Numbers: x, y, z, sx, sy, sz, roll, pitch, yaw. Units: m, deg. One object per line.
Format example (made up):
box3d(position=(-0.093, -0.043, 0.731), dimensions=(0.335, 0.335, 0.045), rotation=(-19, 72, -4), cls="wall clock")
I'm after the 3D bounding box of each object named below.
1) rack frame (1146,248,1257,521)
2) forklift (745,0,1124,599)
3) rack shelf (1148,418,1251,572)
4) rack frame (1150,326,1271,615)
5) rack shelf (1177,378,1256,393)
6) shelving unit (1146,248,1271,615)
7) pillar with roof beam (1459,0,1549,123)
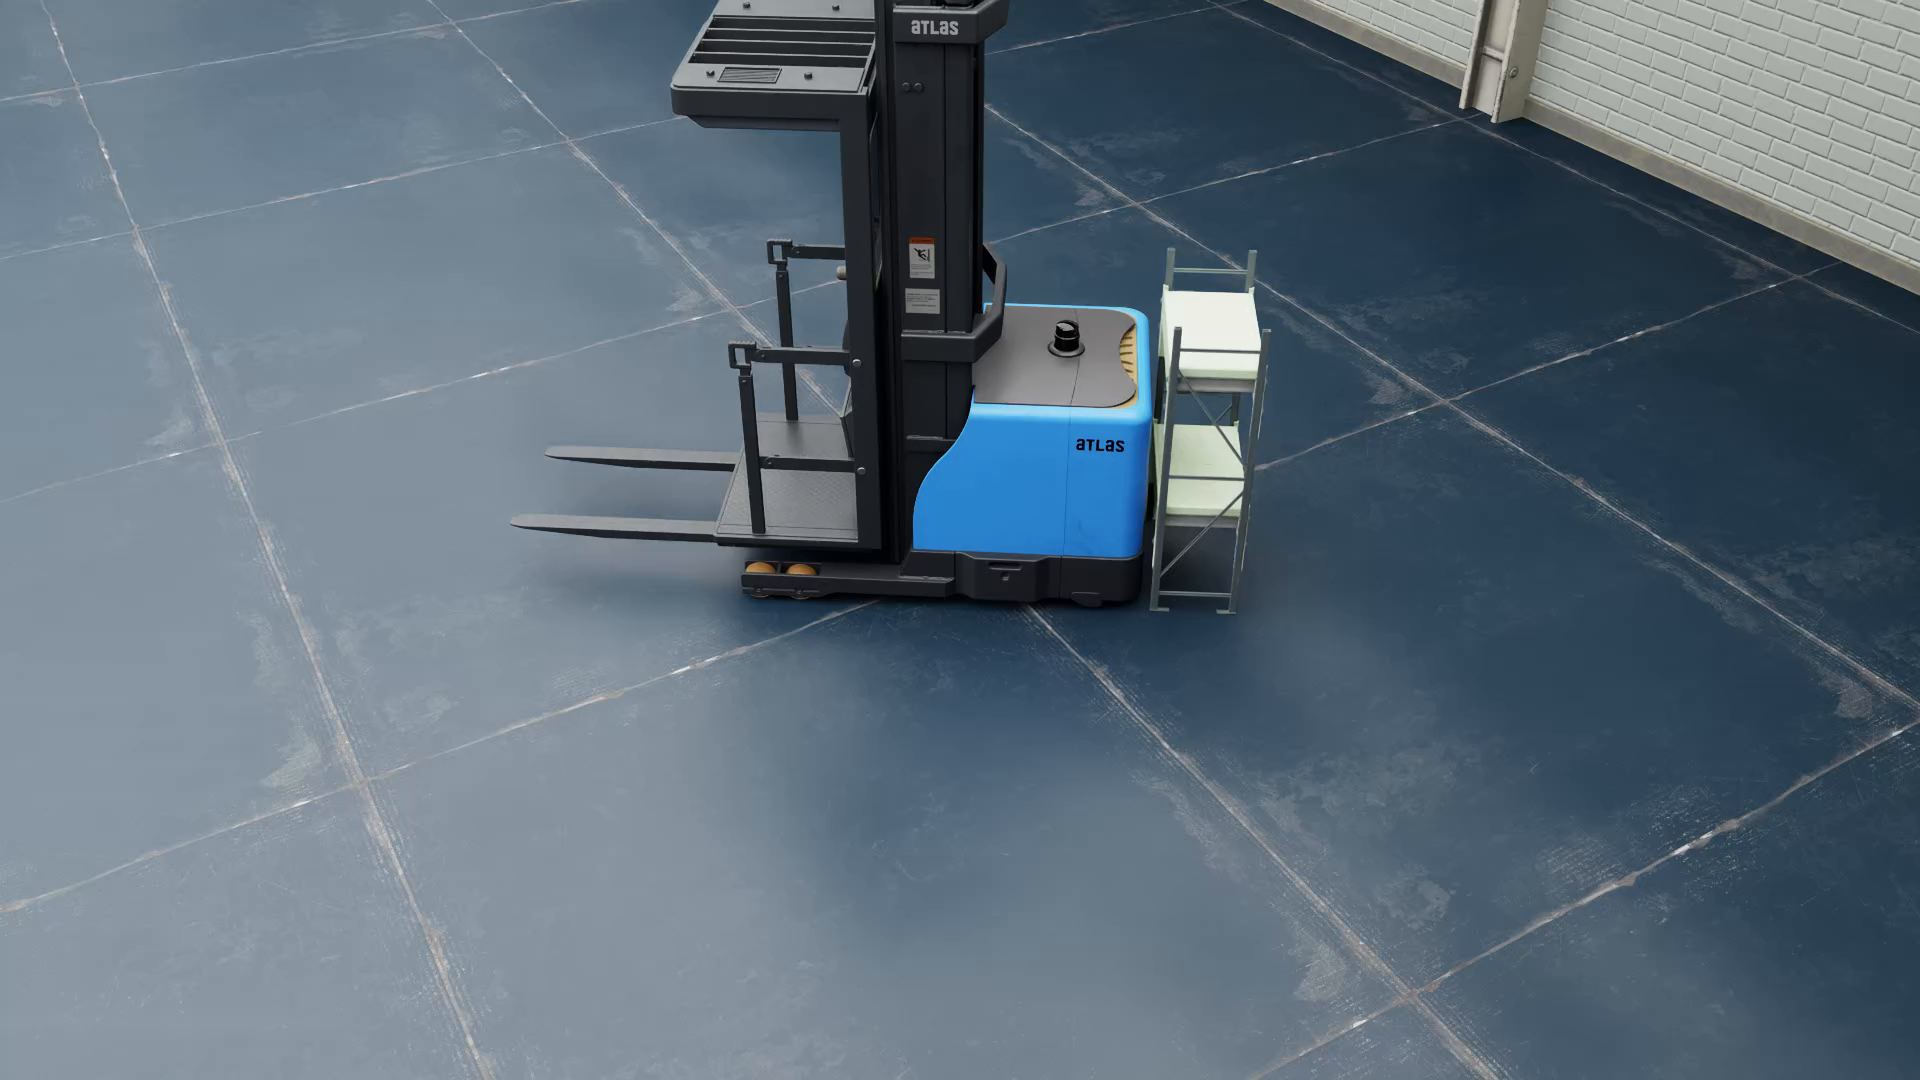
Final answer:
box3d(position=(1.137, -0.701, 7.938), dimensions=(0.400, 1.500, 0.023), rotation=(2, 36, 3), cls="rack frame")
box3d(position=(-10.701, -13.336, 18.870), dimensions=(25.350, 9.011, 32.329), rotation=(2, 36, 3), cls="forklift")
box3d(position=(-8.011, -8.208, 18.972), dimensions=(20.390, 0.609, 26.908), rotation=(2, 36, 3), cls="rack shelf")
box3d(position=(1.090, -0.270, 7.348), dimensions=(0.400, 1.500, 0.023), rotation=(2, 36, 3), cls="rack frame")
box3d(position=(1.113, -0.858, 7.371), dimensions=(0.332, 0.071, 0.664), rotation=(2, 36, 3), cls="rack shelf")
box3d(position=(-8.012, -8.563, 18.702), dimensions=(20.390, 1.500, 26.925), rotation=(2, 36, 3), cls="shelving unit")
box3d(position=(0.356, -5.649, 8.354), dimensions=(9.100, 9.000, 0.400), rotation=(-19, 40, -24), cls="pillar with roof beam")
